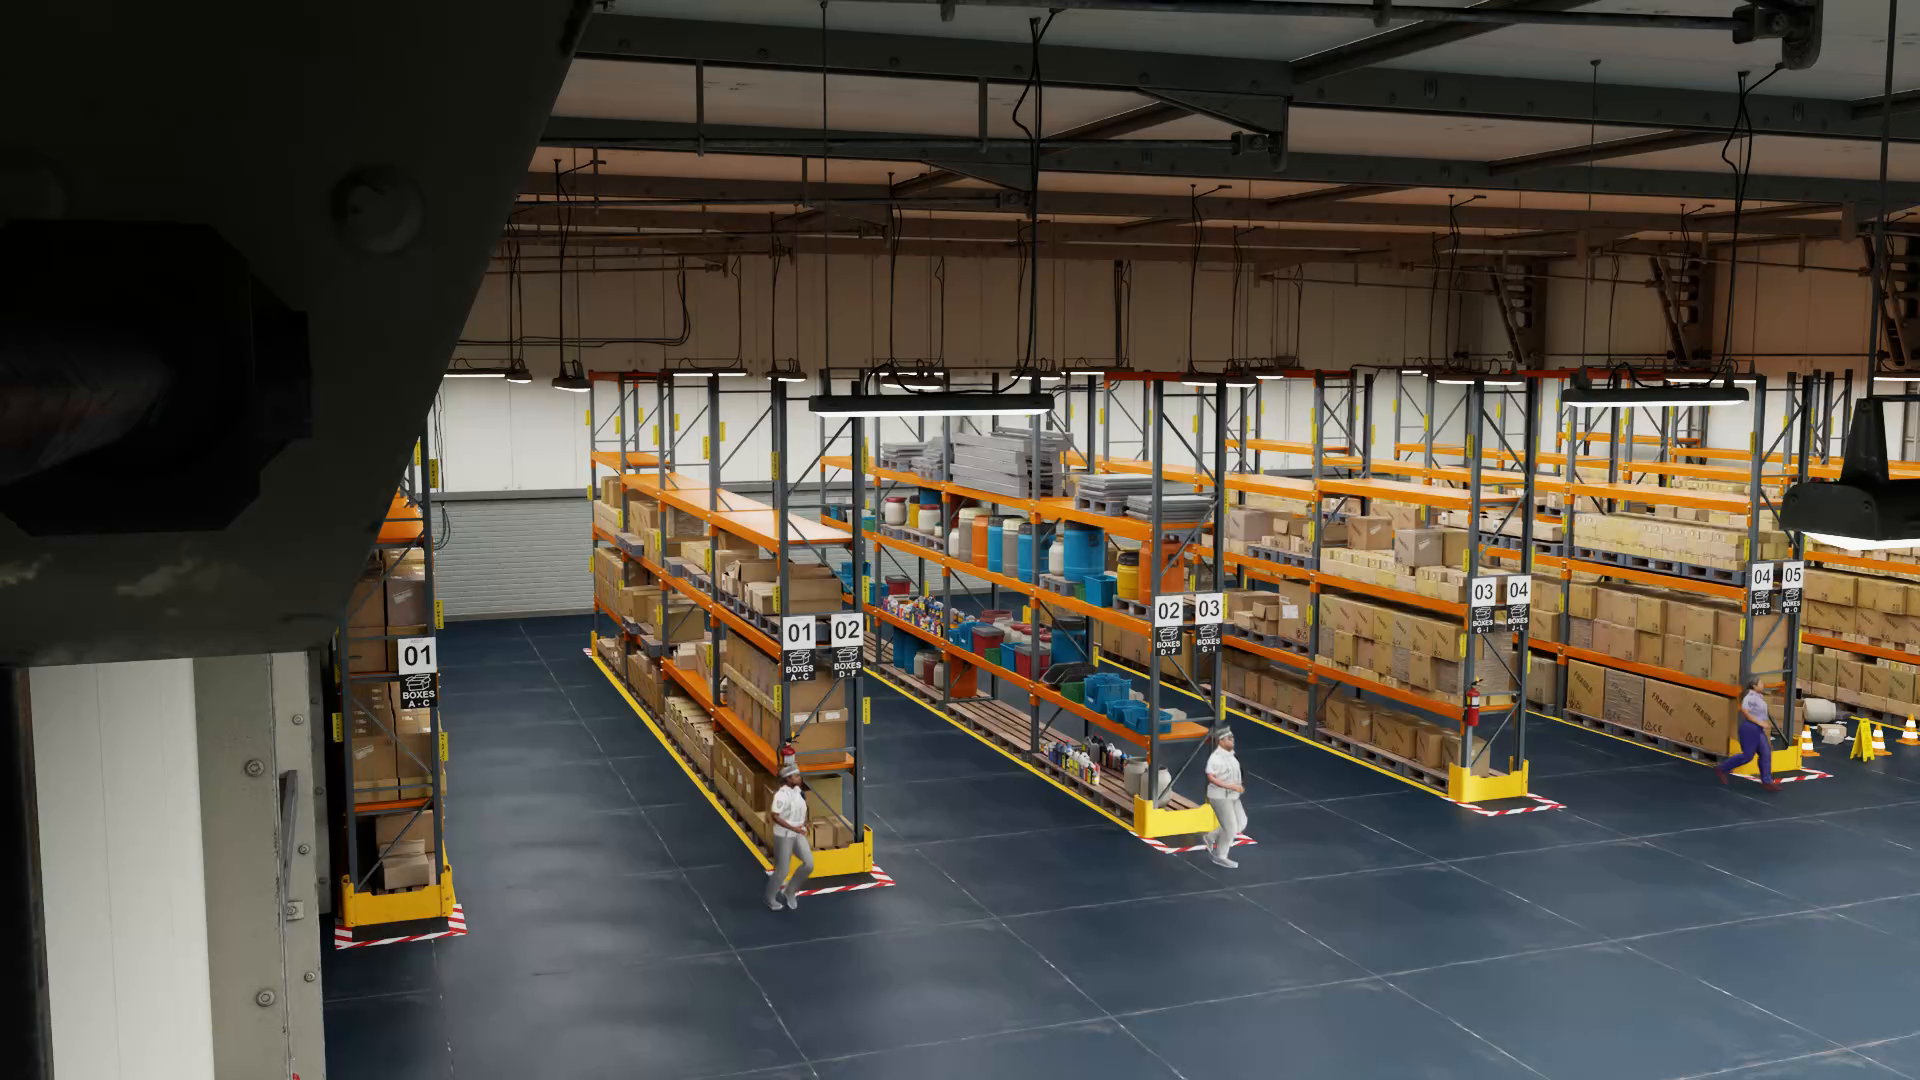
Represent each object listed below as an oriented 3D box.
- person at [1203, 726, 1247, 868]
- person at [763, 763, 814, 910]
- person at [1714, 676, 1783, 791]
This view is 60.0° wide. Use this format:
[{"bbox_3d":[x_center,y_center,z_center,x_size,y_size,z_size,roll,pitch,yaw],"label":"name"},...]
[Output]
[{"bbox_3d":[3.293,3.176,20.635,0.624,1.762,0.697,4,7,30],"label":"person"},{"bbox_3d":[-1.914,3.388,19.046,0.596,1.671,0.648,4,8,33],"label":"person"},{"bbox_3d":[11.612,2.806,24.373,0.920,1.622,0.673,4,7,31],"label":"person"}]
